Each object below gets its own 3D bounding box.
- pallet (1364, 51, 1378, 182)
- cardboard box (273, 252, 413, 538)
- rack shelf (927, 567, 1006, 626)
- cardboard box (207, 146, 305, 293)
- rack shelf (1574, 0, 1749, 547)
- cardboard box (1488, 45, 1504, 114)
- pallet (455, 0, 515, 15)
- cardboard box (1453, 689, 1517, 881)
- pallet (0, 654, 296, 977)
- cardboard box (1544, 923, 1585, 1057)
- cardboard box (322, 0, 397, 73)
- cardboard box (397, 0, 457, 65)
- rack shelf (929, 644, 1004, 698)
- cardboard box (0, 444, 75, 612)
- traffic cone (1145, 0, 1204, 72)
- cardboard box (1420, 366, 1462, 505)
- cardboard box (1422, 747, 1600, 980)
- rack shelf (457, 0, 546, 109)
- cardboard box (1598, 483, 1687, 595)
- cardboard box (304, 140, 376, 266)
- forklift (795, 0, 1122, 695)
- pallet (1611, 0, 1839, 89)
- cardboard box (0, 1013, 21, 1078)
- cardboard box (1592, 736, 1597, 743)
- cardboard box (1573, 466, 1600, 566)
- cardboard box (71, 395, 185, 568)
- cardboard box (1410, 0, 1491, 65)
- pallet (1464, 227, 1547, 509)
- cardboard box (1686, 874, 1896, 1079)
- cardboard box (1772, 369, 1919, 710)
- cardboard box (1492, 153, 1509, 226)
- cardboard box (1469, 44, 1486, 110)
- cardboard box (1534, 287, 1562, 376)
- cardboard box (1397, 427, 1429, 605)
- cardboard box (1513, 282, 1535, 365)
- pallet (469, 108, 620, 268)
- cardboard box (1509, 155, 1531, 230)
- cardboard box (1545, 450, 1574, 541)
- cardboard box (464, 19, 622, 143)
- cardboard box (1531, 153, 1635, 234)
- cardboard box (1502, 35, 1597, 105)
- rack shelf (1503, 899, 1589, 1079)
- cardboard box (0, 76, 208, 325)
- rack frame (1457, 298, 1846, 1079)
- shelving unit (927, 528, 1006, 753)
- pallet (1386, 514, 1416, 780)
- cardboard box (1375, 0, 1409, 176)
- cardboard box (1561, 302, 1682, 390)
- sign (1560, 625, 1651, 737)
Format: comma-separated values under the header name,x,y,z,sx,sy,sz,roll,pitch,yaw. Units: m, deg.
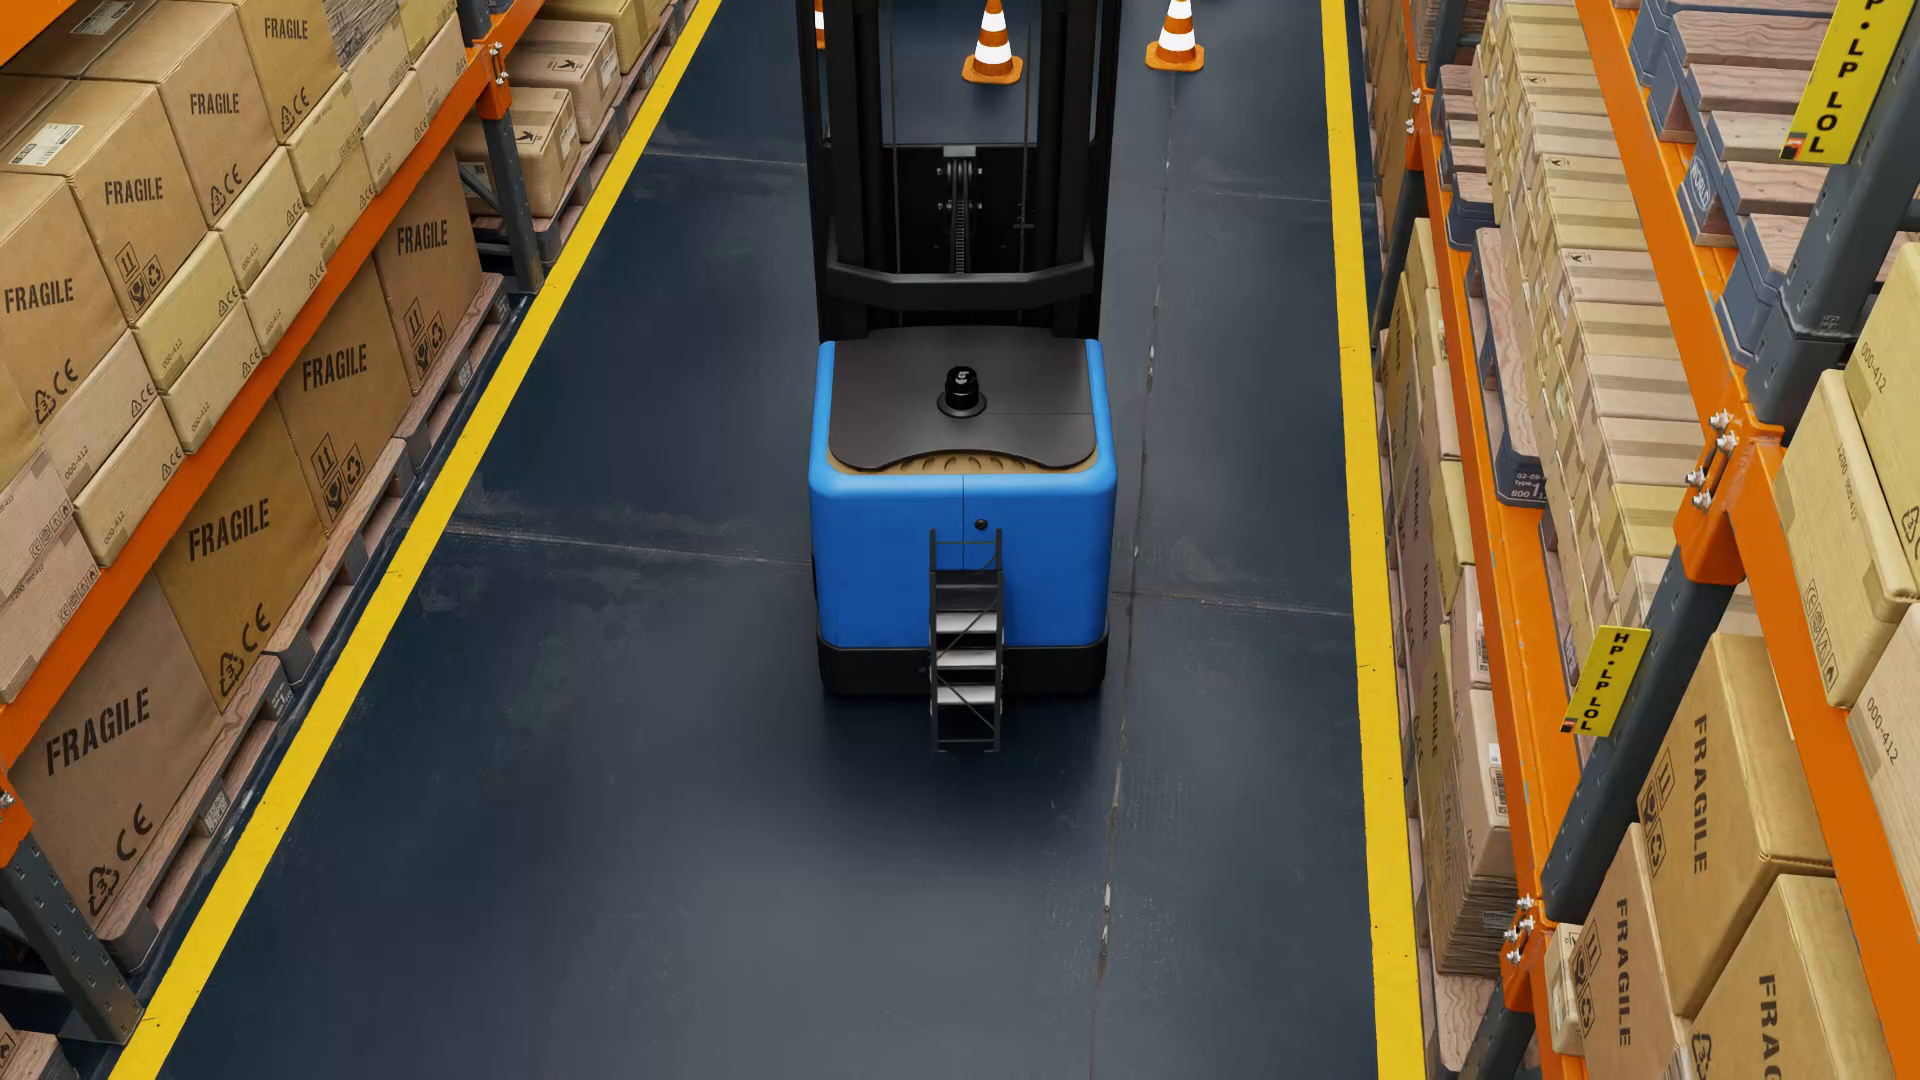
name,x,y,z,sx,sy,sz,roll,pitch,yaw
pallet,2.745,-2.311,9.038,1.003,0.211,1.213,5,44,6
cardboard box,-2.813,-0.656,6.501,0.875,0.875,0.875,6,44,6
rack shelf,0.020,0.189,5.552,0.258,0.077,0.200,-1,43,-1
cardboard box,-2.509,-1.065,5.439,0.500,0.250,0.500,4,44,4
rack shelf,2.138,-1.429,4.420,1.077,0.370,4.000,5,44,6
cardboard box,2.106,-1.637,5.959,0.380,0.149,0.250,7,44,8
pallet,-2.529,-2.771,7.635,1.213,0.211,1.003,5,44,6
cardboard box,1.722,0.714,4.782,0.500,0.250,0.500,4,44,4
pallet,-3.019,0.860,5.688,1.003,0.211,1.213,5,44,6
cardboard box,1.512,1.016,3.678,0.380,0.149,0.250,7,44,7
cardboard box,-2.386,-2.018,5.900,0.500,0.500,0.500,6,44,6
cardboard box,-2.329,-2.119,6.552,0.500,0.250,0.500,5,44,5
rack shelf,0.020,0.450,5.799,0.258,0.077,0.200,-1,43,-1
cardboard box,-2.708,-0.021,4.336,0.500,0.250,0.500,4,44,4
traffic cone,1.257,-2.993,9.574,0.336,0.463,0.334,5,44,6
cardboard box,1.926,-0.352,5.907,0.500,0.250,0.500,6,44,6
cardboard box,1.722,0.989,5.036,0.500,0.500,0.500,4,44,5
rack shelf,-2.253,-3.447,8.732,1.077,0.370,4.000,5,44,6
cardboard box,1.768,0.010,4.003,0.380,0.149,0.250,4,44,4
cardboard box,-2.461,-1.232,5.978,0.500,0.250,0.500,5,44,5
forklift,-0.008,-1.493,6.195,1.130,2.935,3.031,-1,43,-1
pallet,2.195,-1.378,3.978,1.213,0.211,1.003,5,44,6
cardboard box,-3.235,1.577,4.461,0.875,0.438,0.875,5,44,5
cardboard box,1.730,0.412,4.011,0.380,0.149,0.250,4,44,5
cardboard box,1.800,-0.045,4.277,0.380,0.149,0.250,7,44,7
cardboard box,-2.659,-0.194,4.882,0.500,0.250,0.500,4,44,4
cardboard box,2.196,-2.332,6.959,0.500,0.500,0.500,5,44,6
pallet,2.182,-0.542,5.280,1.003,0.211,1.213,5,44,6
cardboard box,1.519,0.894,2.608,0.500,0.500,0.500,4,44,4
cardboard box,1.551,0.018,2.476,0.500,0.250,0.500,7,44,8
cardboard box,2.039,-1.188,5.701,0.380,0.149,0.250,7,44,7
cardboard box,2.143,-1.739,6.282,0.380,0.149,0.250,5,44,5
cardboard box,1.901,-0.596,4.858,0.380,0.149,0.250,5,44,6
cardboard box,1.930,-0.057,6.141,0.500,0.500,0.500,4,44,4
cardboard box,1.934,-0.658,5.141,0.380,0.149,0.250,4,44,4
pallet,-2.412,-1.865,8.567,1.003,0.211,1.213,5,44,6
cardboard box,2.007,-1.114,5.405,0.380,0.149,0.250,5,44,6
cardboard box,1.832,-0.106,4.557,0.380,0.149,0.250,3,44,3
cardboard box,-2.343,-2.432,8.742,0.950,0.372,0.625,4,44,5
cardboard box,1.977,-1.049,5.120,0.380,0.149,0.250,6,44,7
cardboard box,2.080,-1.594,5.697,0.380,0.149,0.250,5,44,5
rack shelf,1.609,2.386,2.572,1.077,0.370,4.000,5,44,6
cardboard box,-2.594,-0.983,4.807,0.500,0.500,0.500,4,44,4
rack frame,1.874,0.762,3.764,1.000,3.000,0.127,5,44,6
shelving unit,0.020,0.361,5.715,0.258,0.900,0.210,-1,43,-1
pallet,2.134,0.410,6.164,1.003,0.211,1.213,5,44,6
cardboard box,2.685,-2.303,8.331,1.050,0.750,0.750,6,44,6
cardboard box,1.875,-0.512,4.554,0.380,0.149,0.250,4,44,4
sign,1.323,0.293,3.417,0.100,0.325,0.005,5,44,6
